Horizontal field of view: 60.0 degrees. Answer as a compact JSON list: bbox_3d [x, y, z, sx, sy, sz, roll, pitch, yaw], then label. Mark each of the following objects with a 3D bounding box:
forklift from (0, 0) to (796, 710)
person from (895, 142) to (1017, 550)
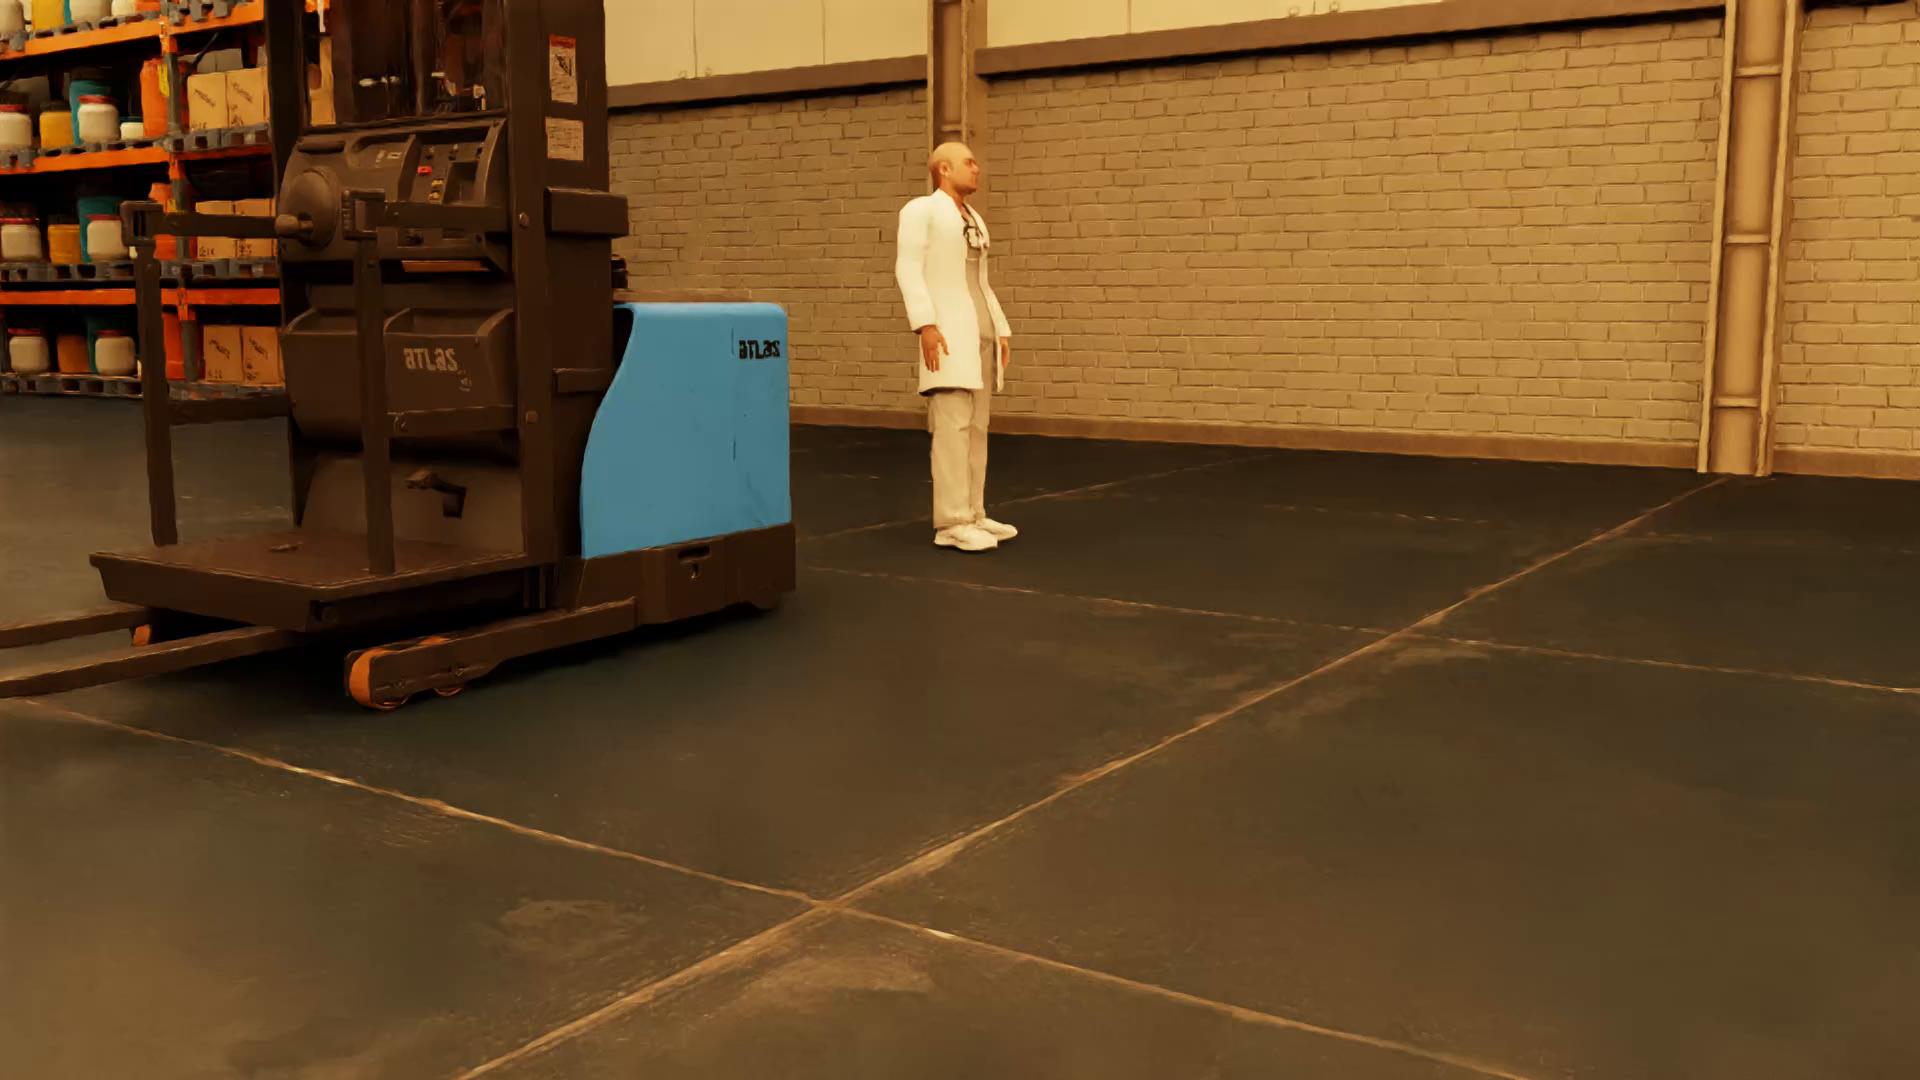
[{"bbox_3d":[-1.803,-1.073,4.739,1.130,2.935,3.031,5,10,33],"label":"forklift"},{"bbox_3d":[0.073,-0.879,7.423,0.579,1.776,0.694,5,10,34],"label":"person"}]
